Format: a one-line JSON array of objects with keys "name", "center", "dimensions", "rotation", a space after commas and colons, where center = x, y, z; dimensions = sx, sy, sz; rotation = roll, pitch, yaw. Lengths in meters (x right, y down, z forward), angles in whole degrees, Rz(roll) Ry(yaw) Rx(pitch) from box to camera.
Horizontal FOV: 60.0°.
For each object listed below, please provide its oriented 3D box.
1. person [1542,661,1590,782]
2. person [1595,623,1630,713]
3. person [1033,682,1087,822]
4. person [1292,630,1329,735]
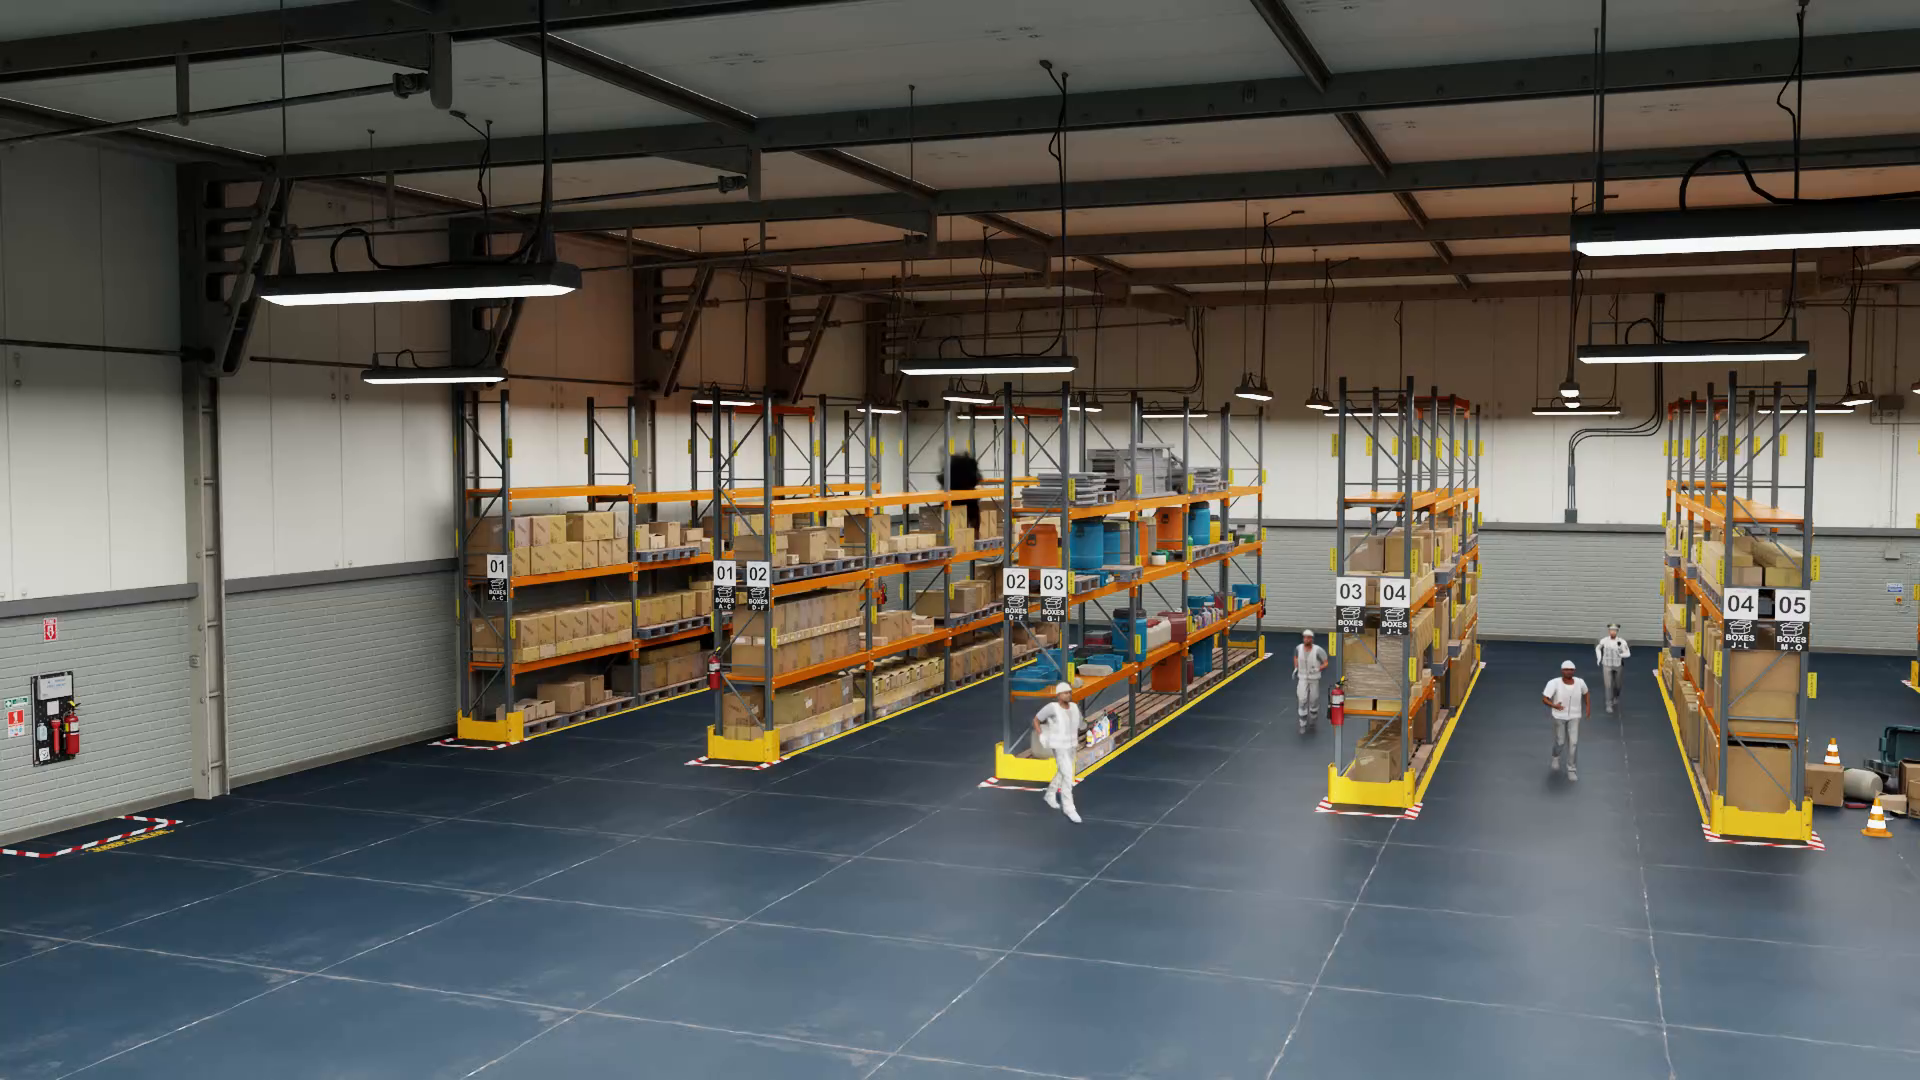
[{"name": "person", "center": [9.246, 2.718, 25.350], "dimensions": [0.726, 1.784, 0.865], "rotation": [0, 3, 8]}, {"name": "person", "center": [12.393, 2.405, 31.580], "dimensions": [0.618, 1.667, 0.929], "rotation": [1, 3, 21]}, {"name": "person", "center": [1.402, 2.850, 22.616], "dimensions": [0.670, 1.831, 0.858], "rotation": [-3, 4, -41]}, {"name": "person", "center": [6.207, 2.493, 29.420], "dimensions": [0.644, 1.839, 0.832], "rotation": [1, 3, 22]}]
